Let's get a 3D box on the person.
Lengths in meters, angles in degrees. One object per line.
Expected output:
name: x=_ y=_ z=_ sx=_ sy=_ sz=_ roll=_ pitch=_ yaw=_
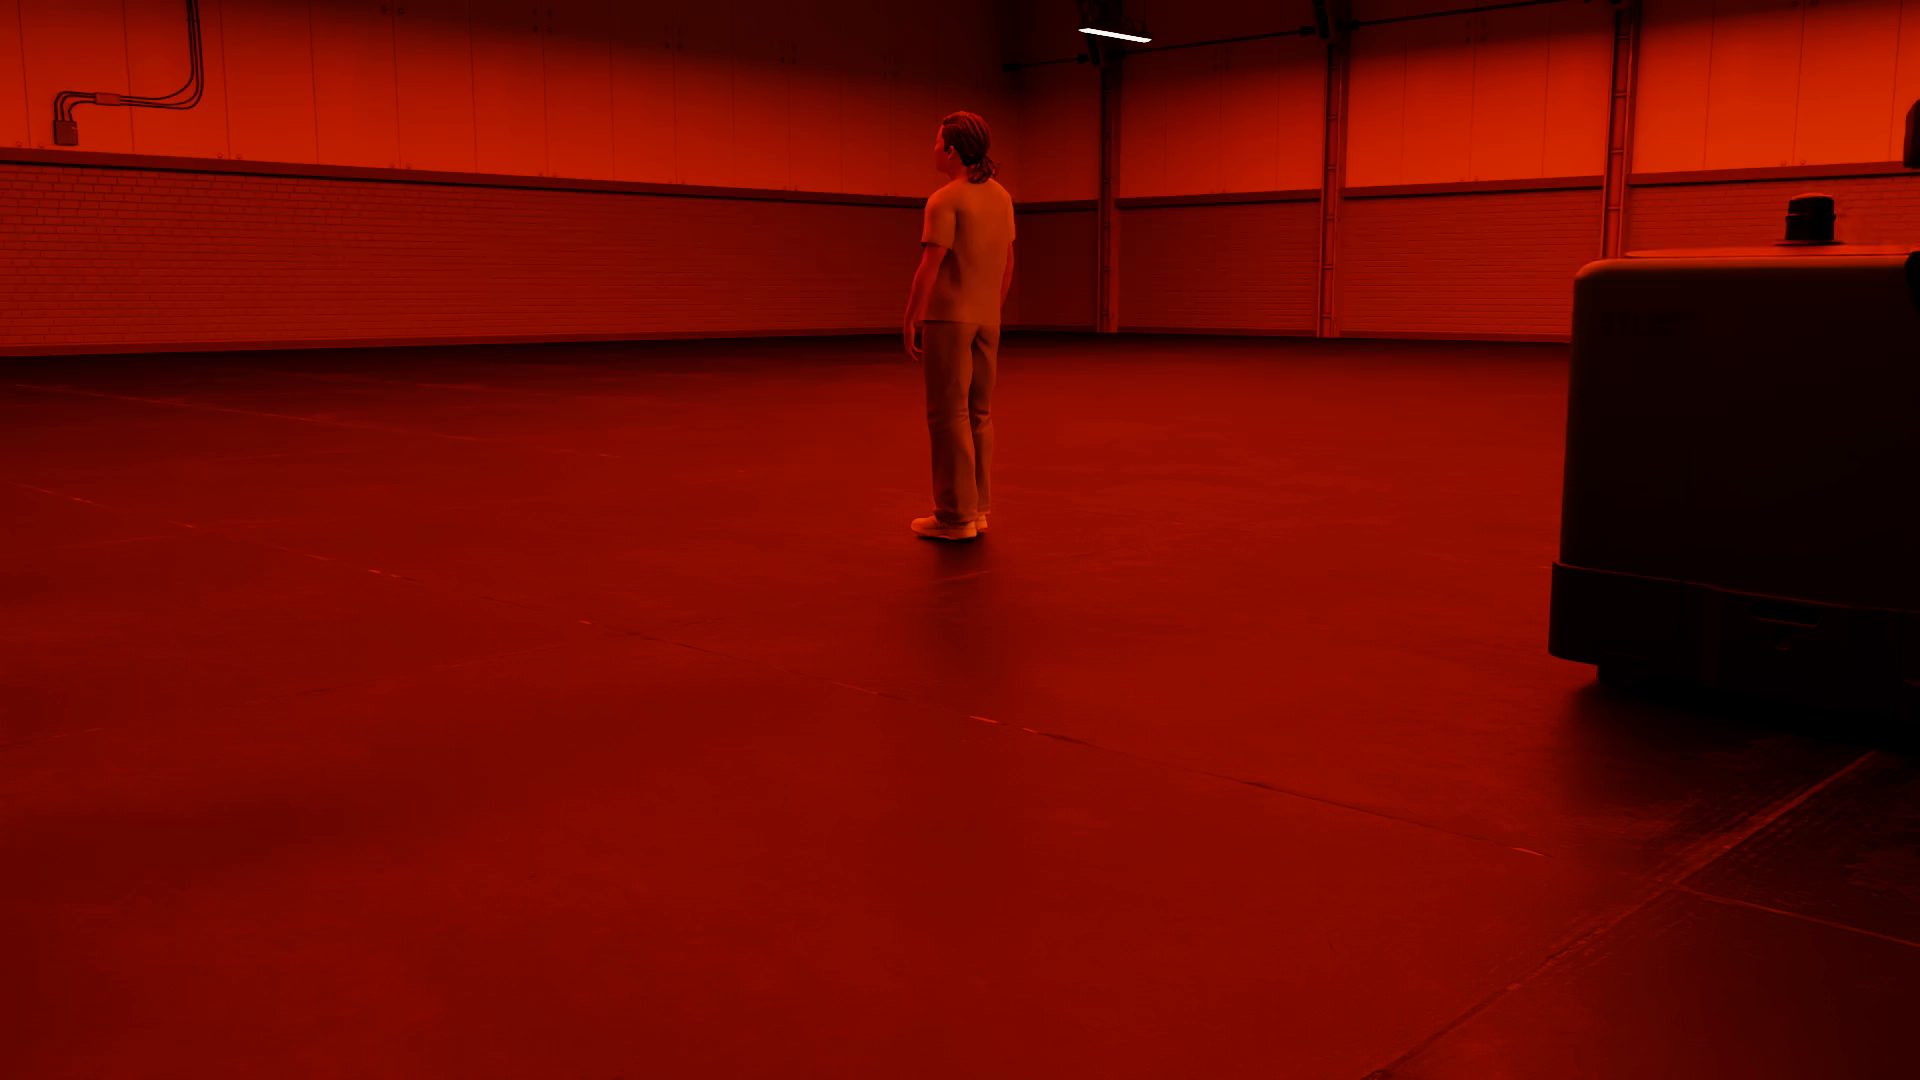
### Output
person: x=-0.043 y=-0.845 z=6.651 sx=0.549 sy=1.676 sz=0.549 roll=8 pitch=12 yaw=43

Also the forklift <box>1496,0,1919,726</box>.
forklift: x=2.767 y=-0.983 z=3.403 sx=1.130 sy=2.935 sz=3.031 roll=-7 pitch=11 yaw=-41
